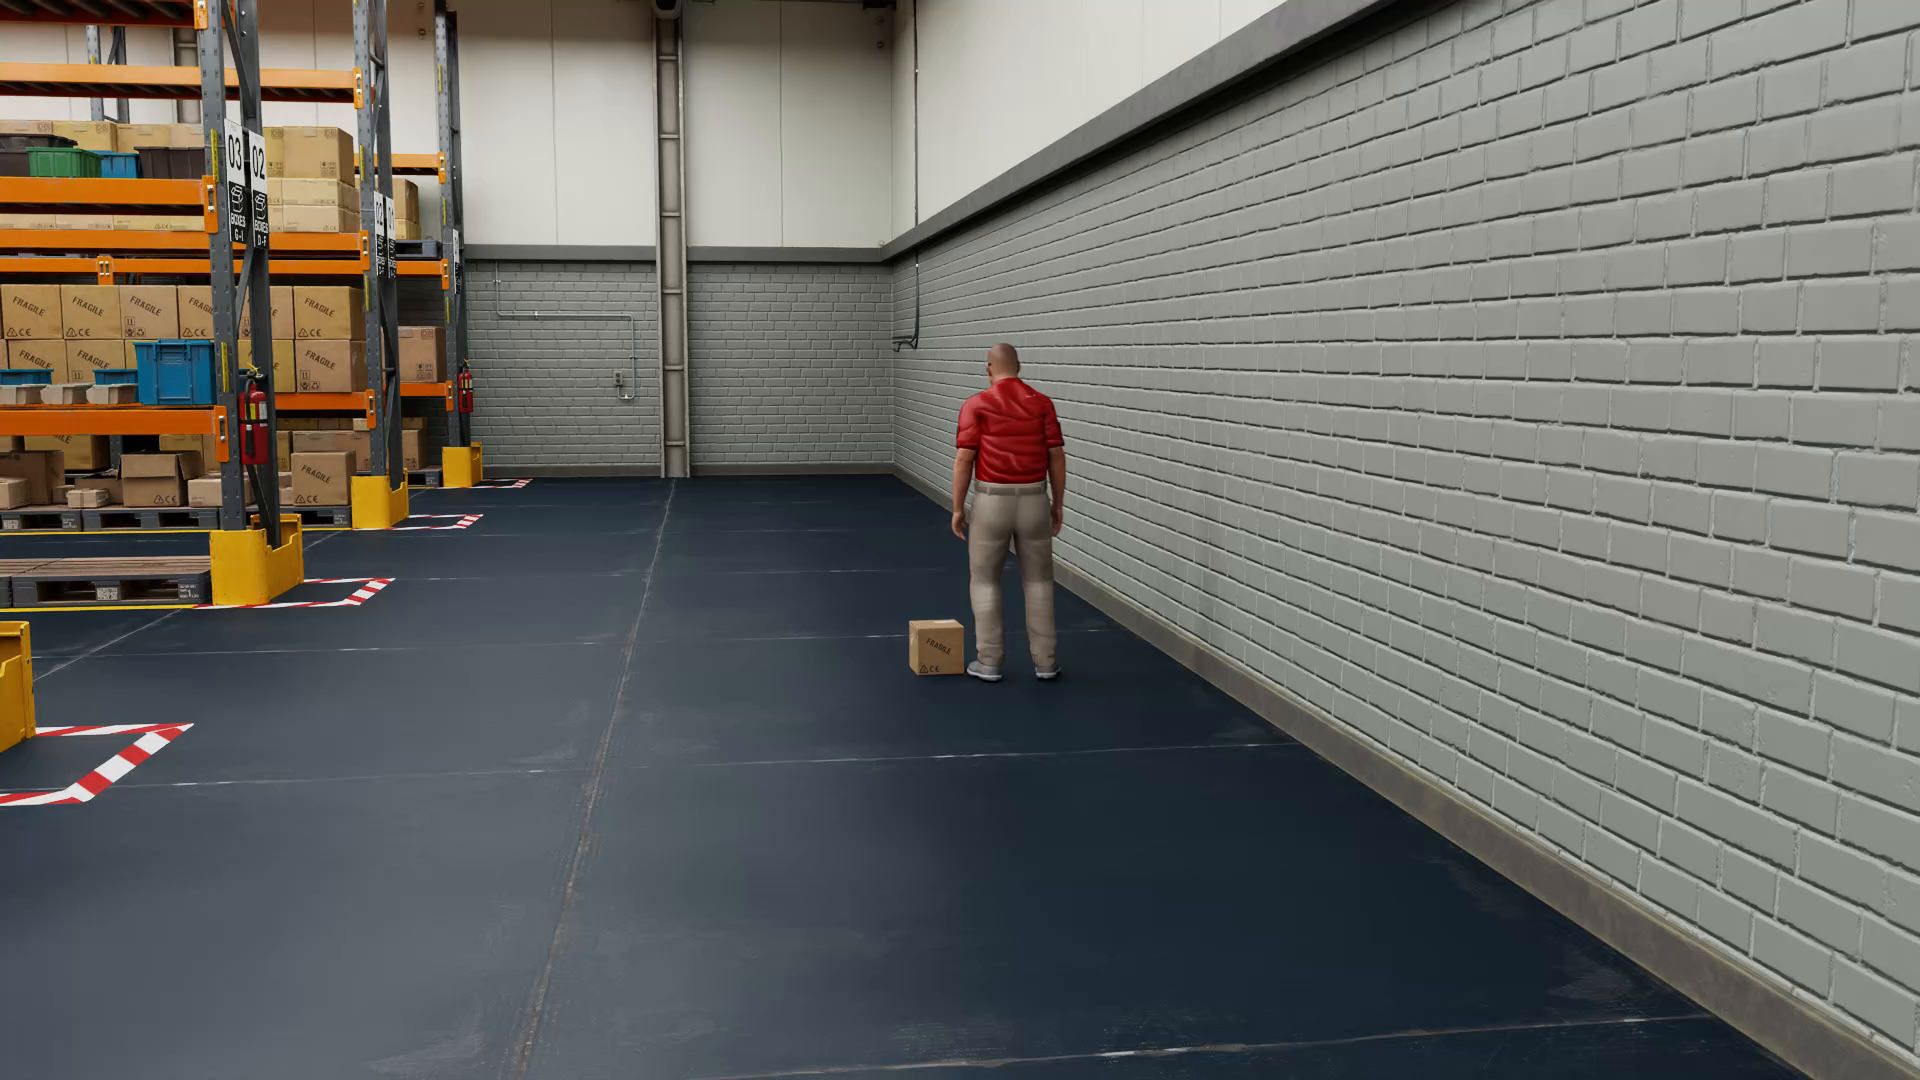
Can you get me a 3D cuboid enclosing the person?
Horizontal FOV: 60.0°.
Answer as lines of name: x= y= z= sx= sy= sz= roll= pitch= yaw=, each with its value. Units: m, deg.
person: x=0.254 y=-0.145 z=8.557 sx=0.596 sy=1.727 sz=0.384 roll=-1 pitch=7 yaw=-10
